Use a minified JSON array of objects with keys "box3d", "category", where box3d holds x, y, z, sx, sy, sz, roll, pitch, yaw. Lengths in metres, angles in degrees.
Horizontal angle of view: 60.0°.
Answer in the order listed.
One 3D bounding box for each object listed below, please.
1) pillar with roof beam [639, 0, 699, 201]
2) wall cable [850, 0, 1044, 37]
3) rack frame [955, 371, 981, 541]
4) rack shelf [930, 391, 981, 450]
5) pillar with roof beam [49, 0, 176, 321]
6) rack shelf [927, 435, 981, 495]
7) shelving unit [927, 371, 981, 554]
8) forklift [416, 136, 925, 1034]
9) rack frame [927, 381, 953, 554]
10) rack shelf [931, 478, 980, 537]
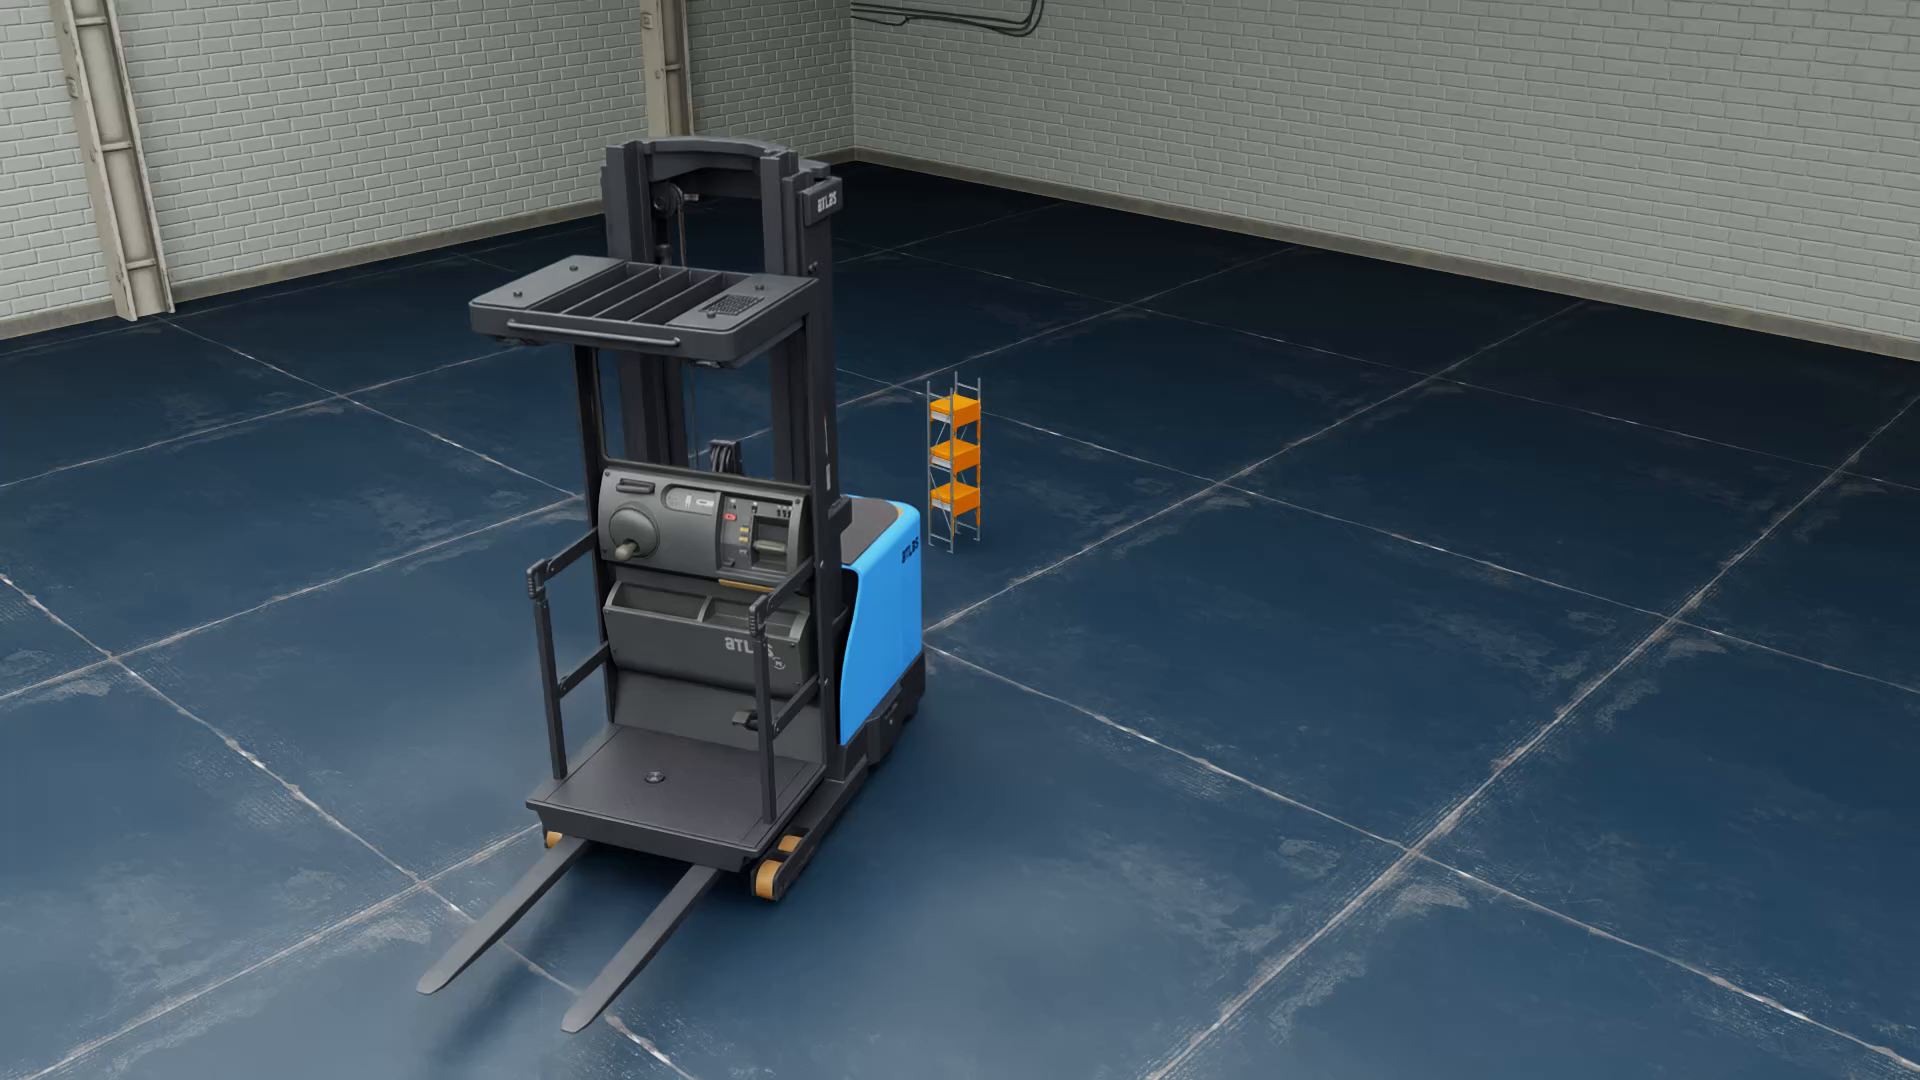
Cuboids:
[{"box3d":[0.000,-6.768,14.345,9.100,9.000,0.400,20,31,38],"category":"pillar with roof beam"},{"box3d":[-0.255,-7.063,18.798,3.097,2.526,0.112,20,31,38],"category":"wall cable"},{"box3d":[0.046,-0.500,10.082,0.200,1.050,0.008,20,31,38],"category":"rack frame"},{"box3d":[-0.036,-0.712,9.887,0.215,0.259,0.240,20,31,38],"category":"rack shelf"},{"box3d":[-4.004,-4.940,10.268,9.100,9.000,0.400,20,31,38],"category":"pillar with roof beam"},{"box3d":[-0.036,-0.453,10.003,0.215,0.259,0.240,20,31,38],"category":"rack shelf"},{"box3d":[-0.036,-0.463,9.999,0.215,1.050,0.252,20,31,38],"category":"shelving unit"},{"box3d":[-1.153,-0.030,6.735,1.130,2.935,3.031,8,25,18],"category":"forklift"},{"box3d":[-0.117,-0.426,9.916,0.200,1.050,0.008,20,31,38],"category":"rack frame"},{"box3d":[-0.036,-0.199,10.117,0.215,0.259,0.240,20,31,38],"category":"rack shelf"}]
